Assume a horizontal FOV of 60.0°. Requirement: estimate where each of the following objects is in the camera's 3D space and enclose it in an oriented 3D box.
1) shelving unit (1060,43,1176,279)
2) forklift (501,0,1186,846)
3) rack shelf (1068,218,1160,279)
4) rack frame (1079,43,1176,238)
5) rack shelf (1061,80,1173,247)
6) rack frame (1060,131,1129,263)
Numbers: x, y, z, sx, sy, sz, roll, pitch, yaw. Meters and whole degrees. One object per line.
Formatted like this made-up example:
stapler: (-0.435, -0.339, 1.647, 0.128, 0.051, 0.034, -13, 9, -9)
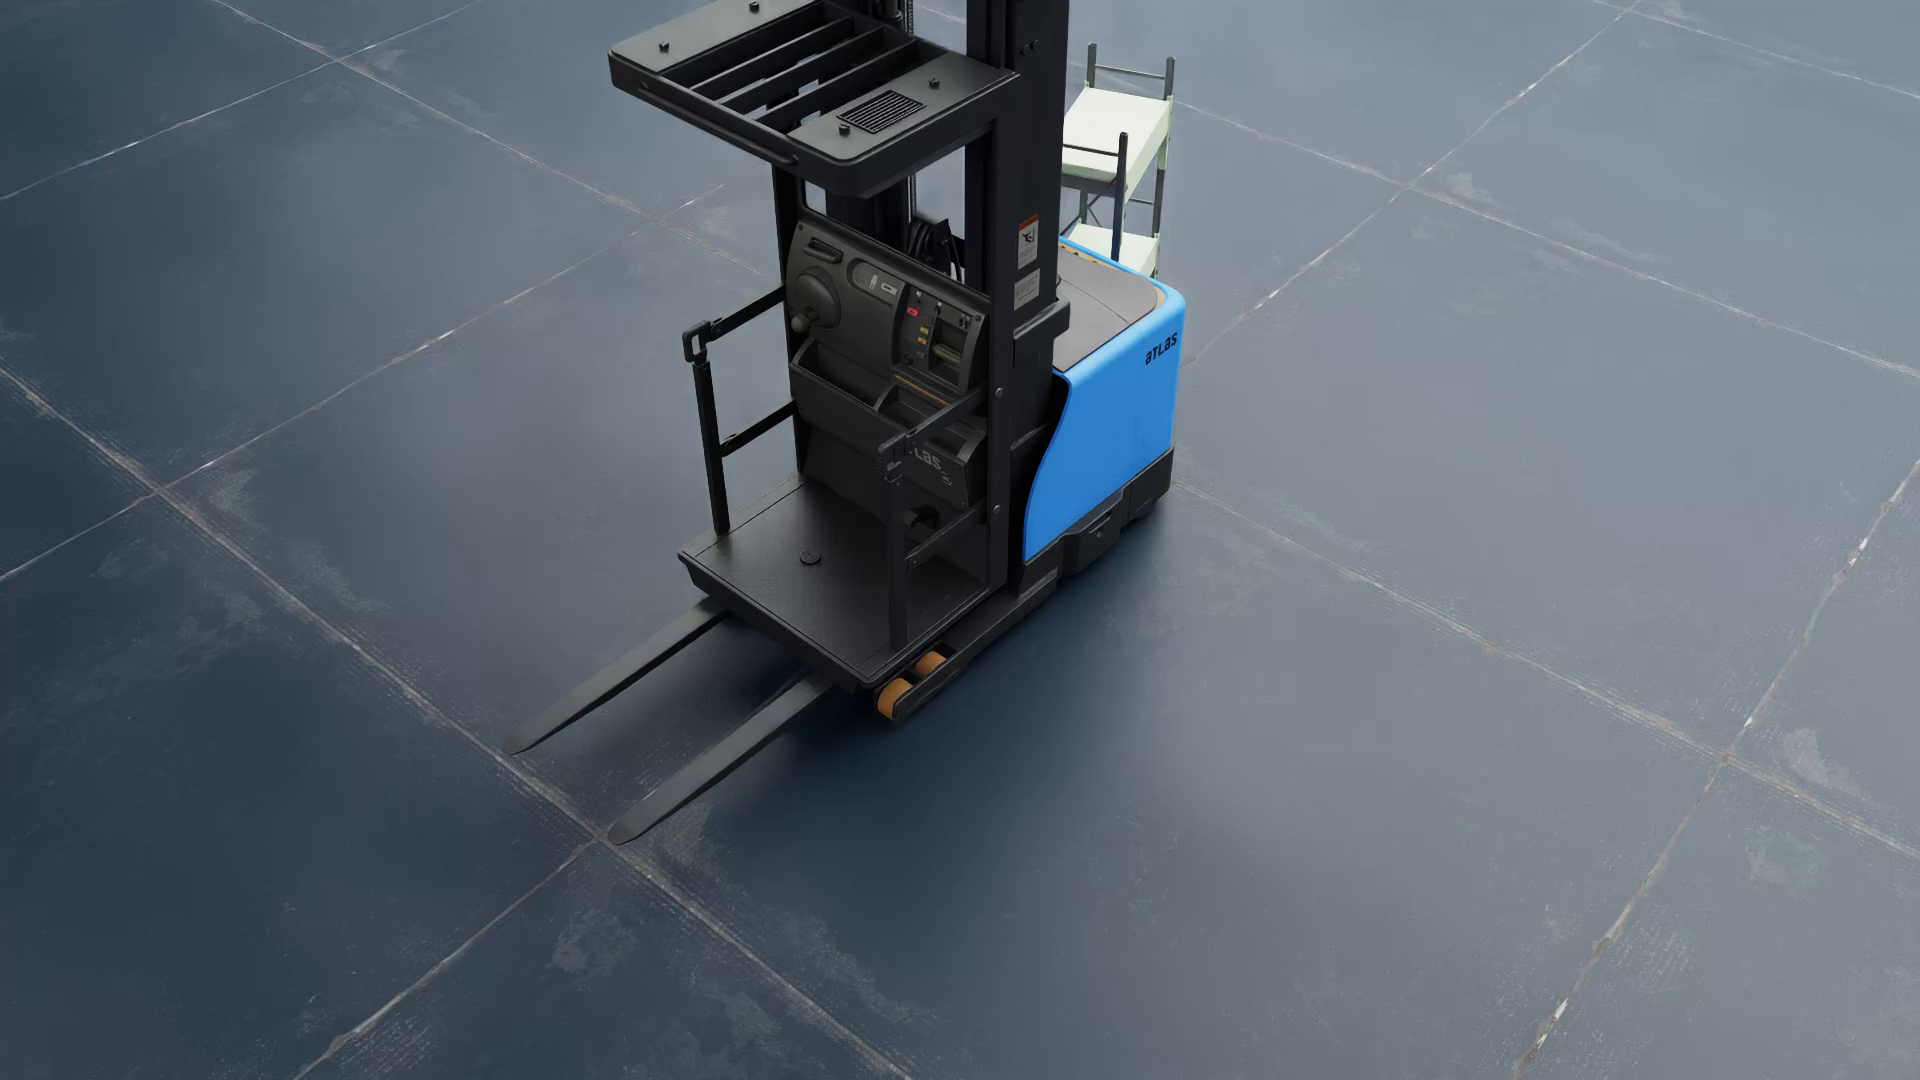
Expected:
shelving unit: (0.637, -1.398, 7.673, 0.431, 1.500, 0.755, 14, 44, 15)
forklift: (-0.422, -0.769, 5.917, 1.130, 2.935, 3.031, 31, 51, 30)
rack shelf: (0.637, -1.157, 7.892, 0.431, 0.370, 0.720, 14, 44, 15)
rack frame: (0.767, -1.629, 7.926, 0.400, 1.500, 0.023, 14, 44, 15)
rack shelf: (0.637, -1.687, 7.411, 0.431, 0.370, 0.720, 14, 44, 15)
rack frame: (0.507, -1.168, 7.420, 0.400, 1.500, 0.023, 14, 44, 15)
